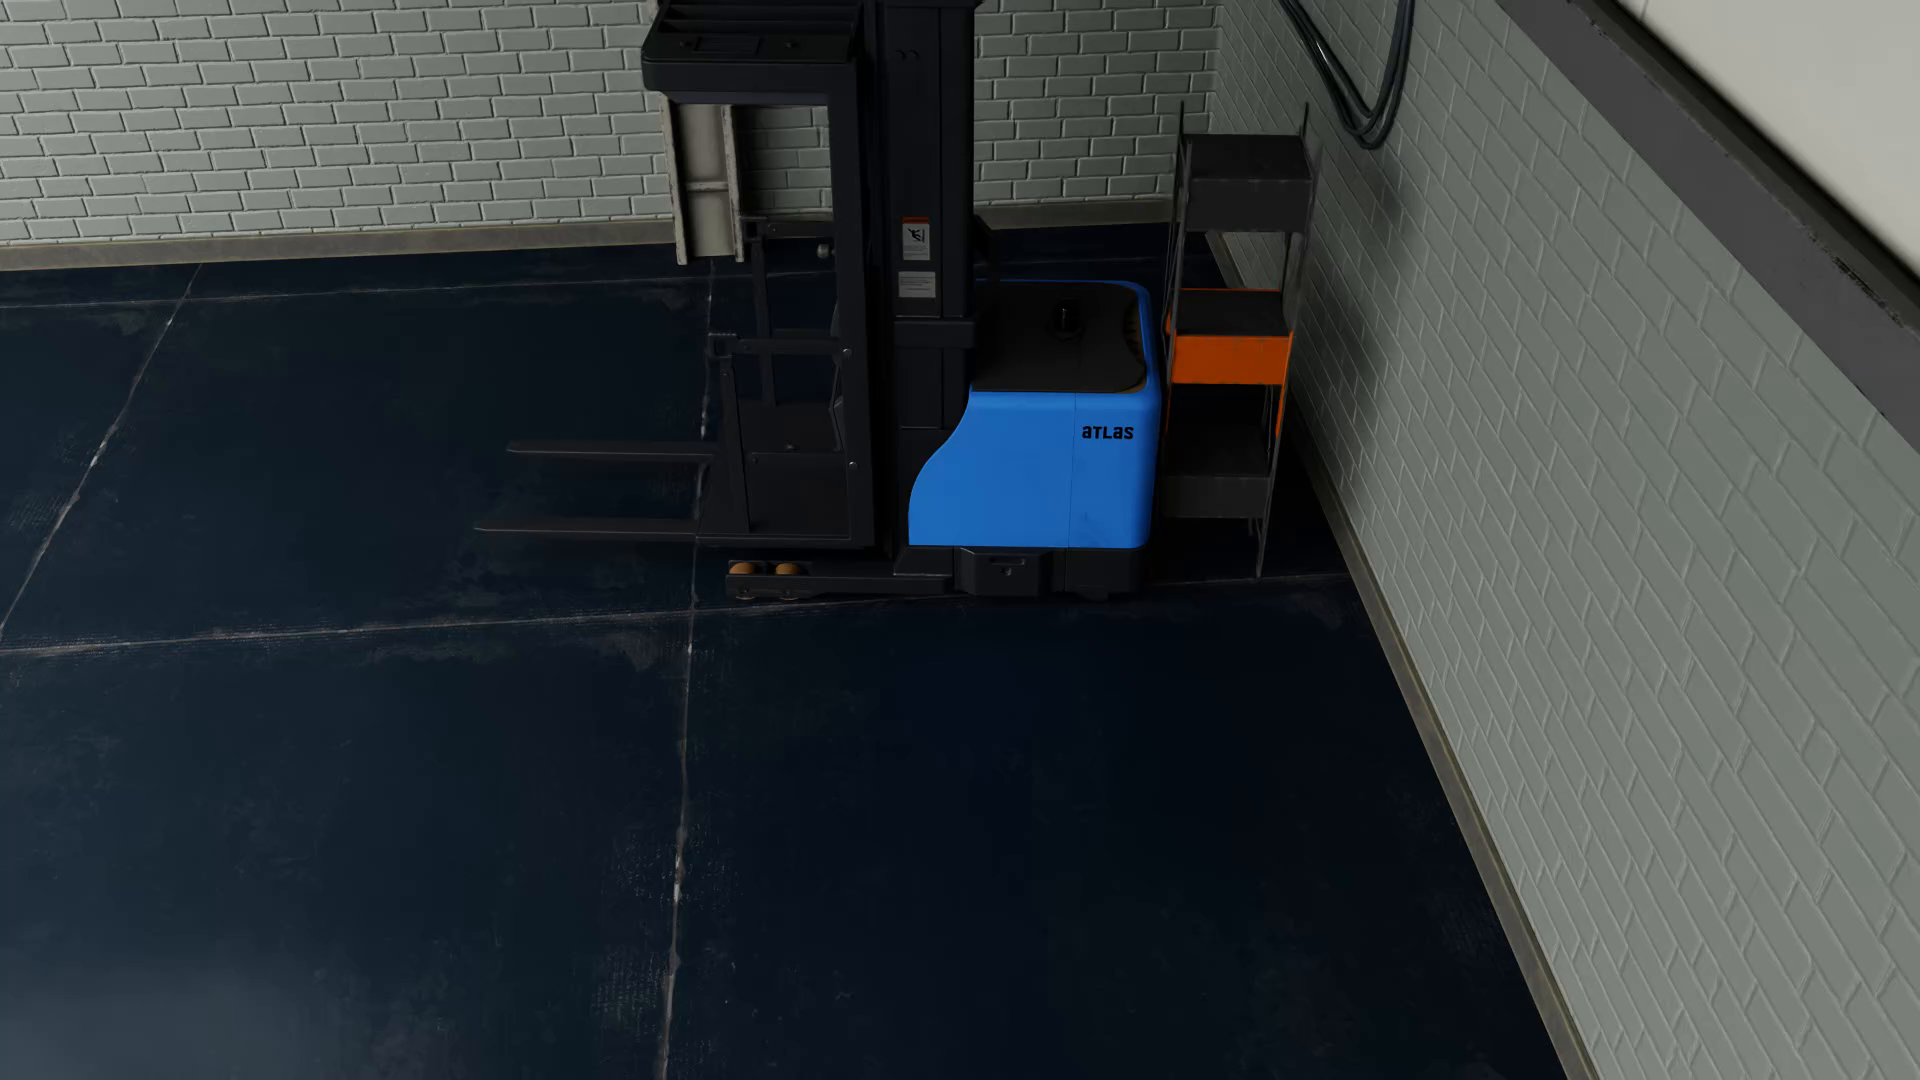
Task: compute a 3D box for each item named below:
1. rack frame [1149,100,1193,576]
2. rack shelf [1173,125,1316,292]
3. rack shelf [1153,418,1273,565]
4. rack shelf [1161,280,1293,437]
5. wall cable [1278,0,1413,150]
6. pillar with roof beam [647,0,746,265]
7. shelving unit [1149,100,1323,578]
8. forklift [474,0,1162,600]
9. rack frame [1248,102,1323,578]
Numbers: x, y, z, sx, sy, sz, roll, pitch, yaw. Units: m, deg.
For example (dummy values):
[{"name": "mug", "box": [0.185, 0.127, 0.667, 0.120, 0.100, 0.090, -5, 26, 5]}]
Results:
[{"name": "rack frame", "box": [0.872, -0.785, 7.050, 0.015, 2.100, 0.400, 1, 38, 1]}, {"name": "rack shelf", "box": [1.116, -1.320, 6.620, 0.480, 0.518, 0.431, 1, 38, 1]}, {"name": "rack shelf", "box": [1.116, -0.221, 7.487, 0.480, 0.518, 0.431, 1, 38, 1]}, {"name": "rack shelf", "box": [1.116, -0.770, 7.053, 0.480, 0.518, 0.431, 1, 38, 1]}, {"name": "wall cable", "box": [1.572, -3.390, 7.289, 0.112, 2.526, 3.097, -3, 38, -4]}, {"name": "pillar with roof beam", "box": [-1.098, -2.607, 3.790, 0.400, 9.000, 9.100, -3, 38, -4]}, {"name": "shelving unit", "box": [1.116, -0.781, 7.045, 0.503, 2.100, 0.431, 1, 38, 1]}, {"name": "forklift", "box": [-0.661, -1.209, 6.916, 3.031, 2.935, 1.130, 1, 38, 1]}, {"name": "rack frame", "box": [1.359, -0.777, 7.039, 0.015, 2.100, 0.400, 1, 38, 1]}]
